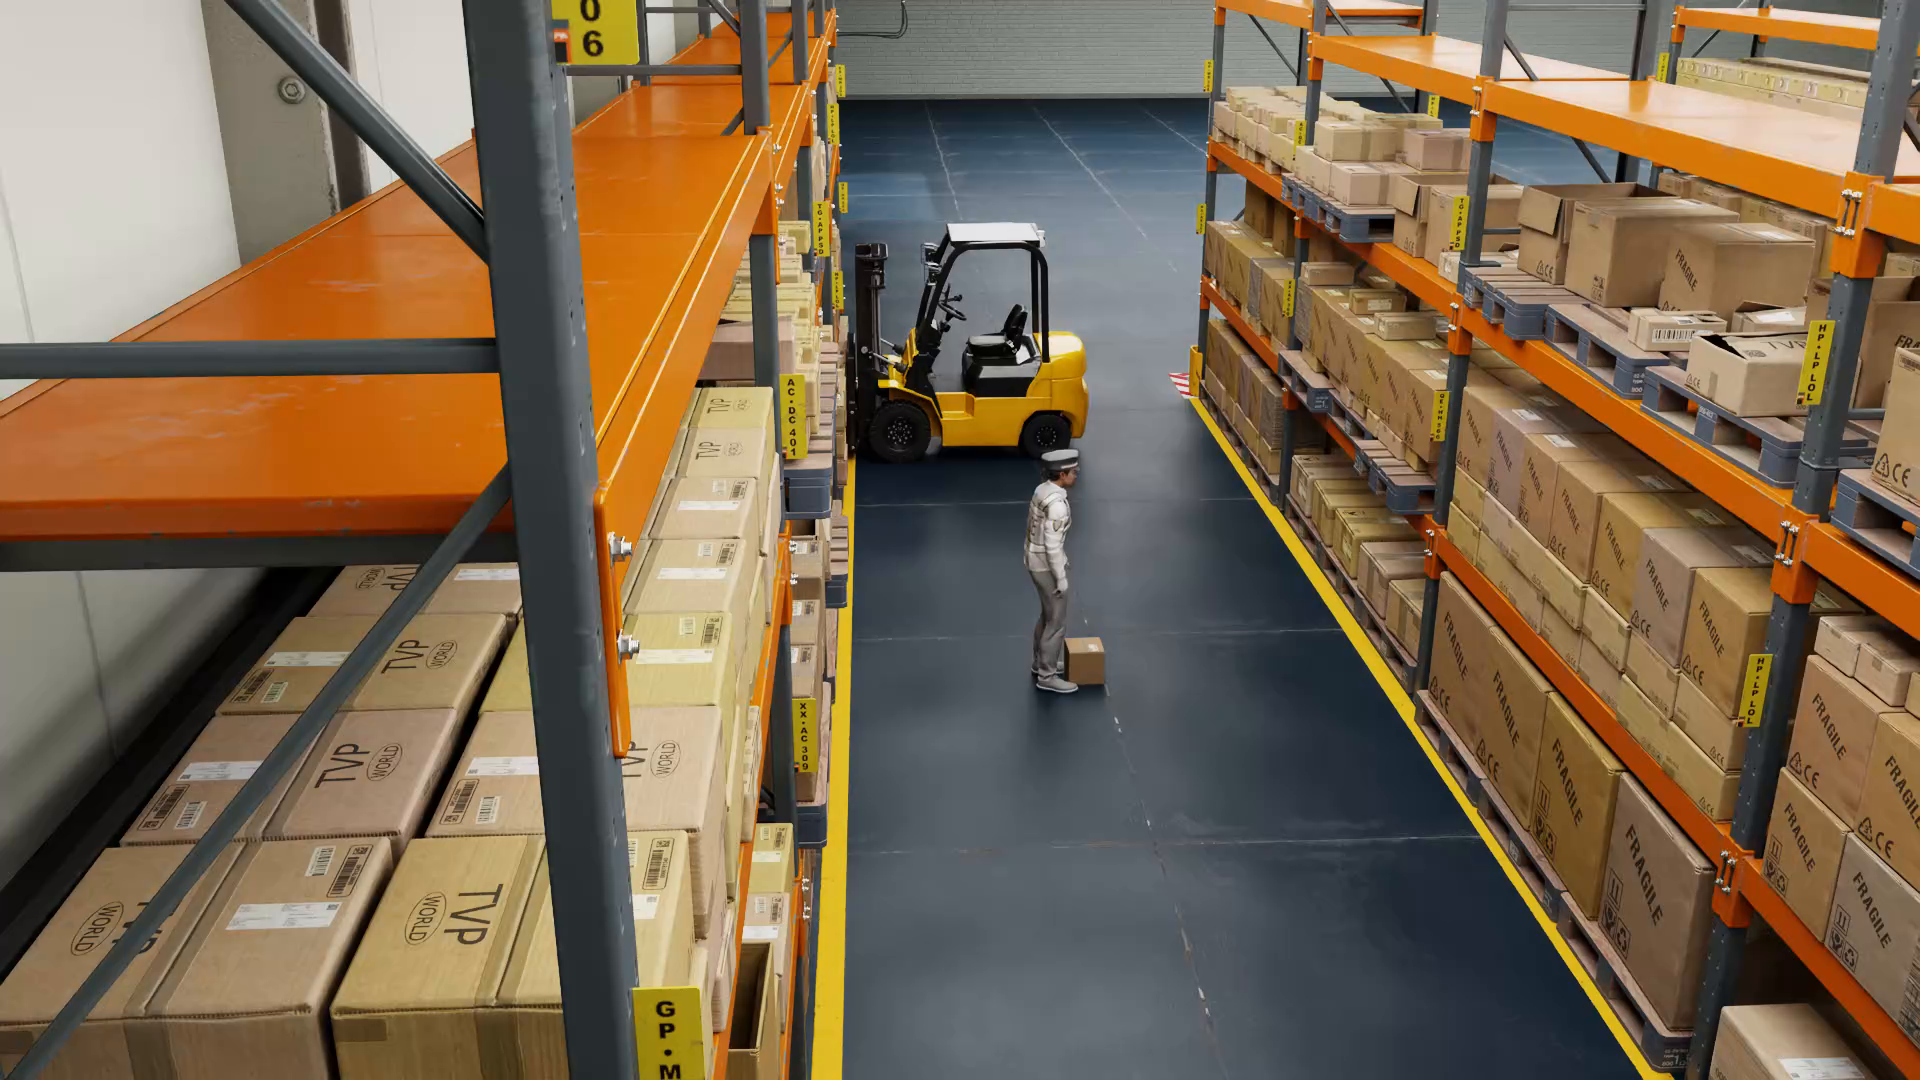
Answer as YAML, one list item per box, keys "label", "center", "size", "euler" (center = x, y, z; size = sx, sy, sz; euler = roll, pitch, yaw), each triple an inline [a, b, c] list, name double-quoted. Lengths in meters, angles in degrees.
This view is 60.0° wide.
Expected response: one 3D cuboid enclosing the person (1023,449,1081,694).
- label: "person"
  center: [0.626, 0.193, 11.378]
  size: [0.375, 1.661, 0.541]
  euler: [-2, 21, -6]
